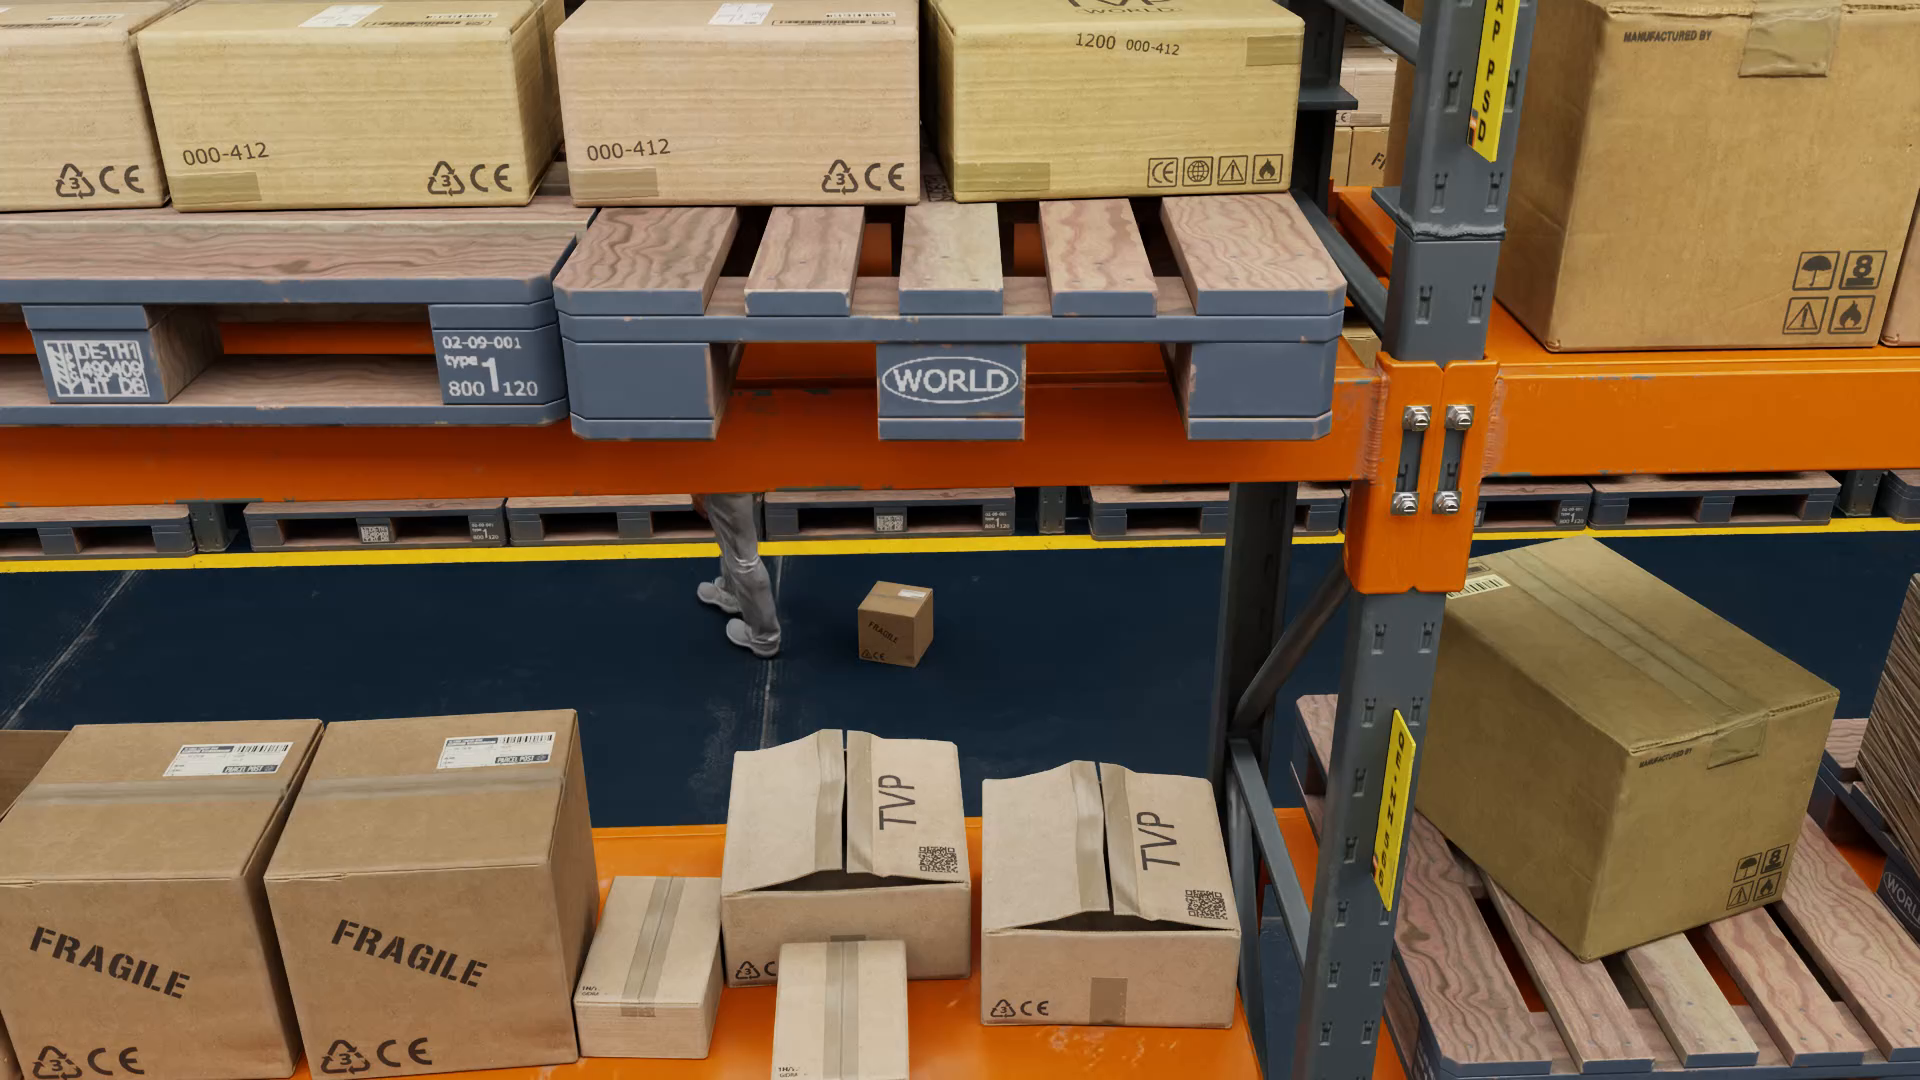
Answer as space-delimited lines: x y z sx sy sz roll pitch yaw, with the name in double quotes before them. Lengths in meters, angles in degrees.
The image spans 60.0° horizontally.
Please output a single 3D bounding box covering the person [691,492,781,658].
"person" -1.007 -0.391 6.824 0.669 1.759 0.594 19 33 32
